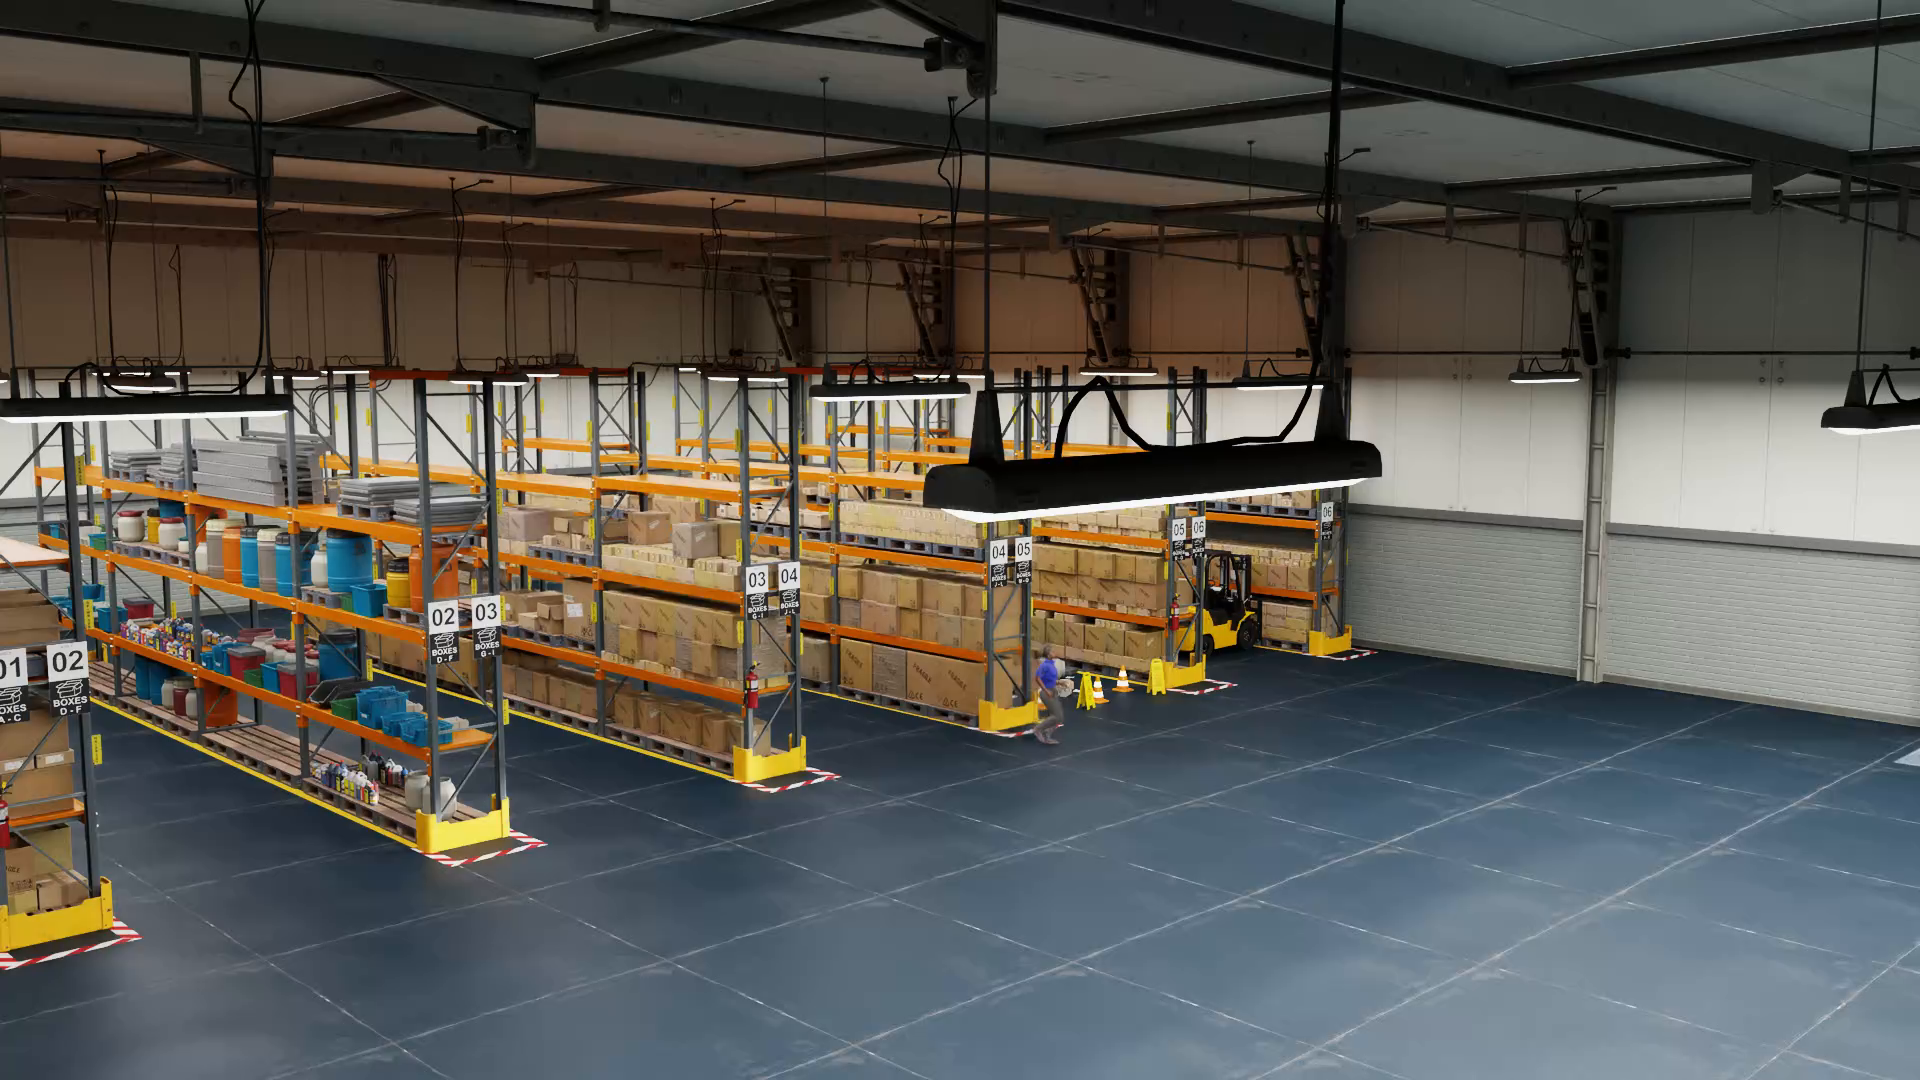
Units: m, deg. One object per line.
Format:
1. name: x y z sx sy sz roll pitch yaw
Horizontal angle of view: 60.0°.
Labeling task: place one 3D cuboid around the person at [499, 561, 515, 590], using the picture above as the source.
1. person: -10.938 0.920 40.337 0.665 1.839 0.765 5 8 37

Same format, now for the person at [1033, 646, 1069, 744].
1. person: 1.467 2.504 26.865 0.553 1.611 0.594 1 7 12

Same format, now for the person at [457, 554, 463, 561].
1. person: -11.586 1.143 38.392 0.668 1.752 0.655 -1 7 -11
